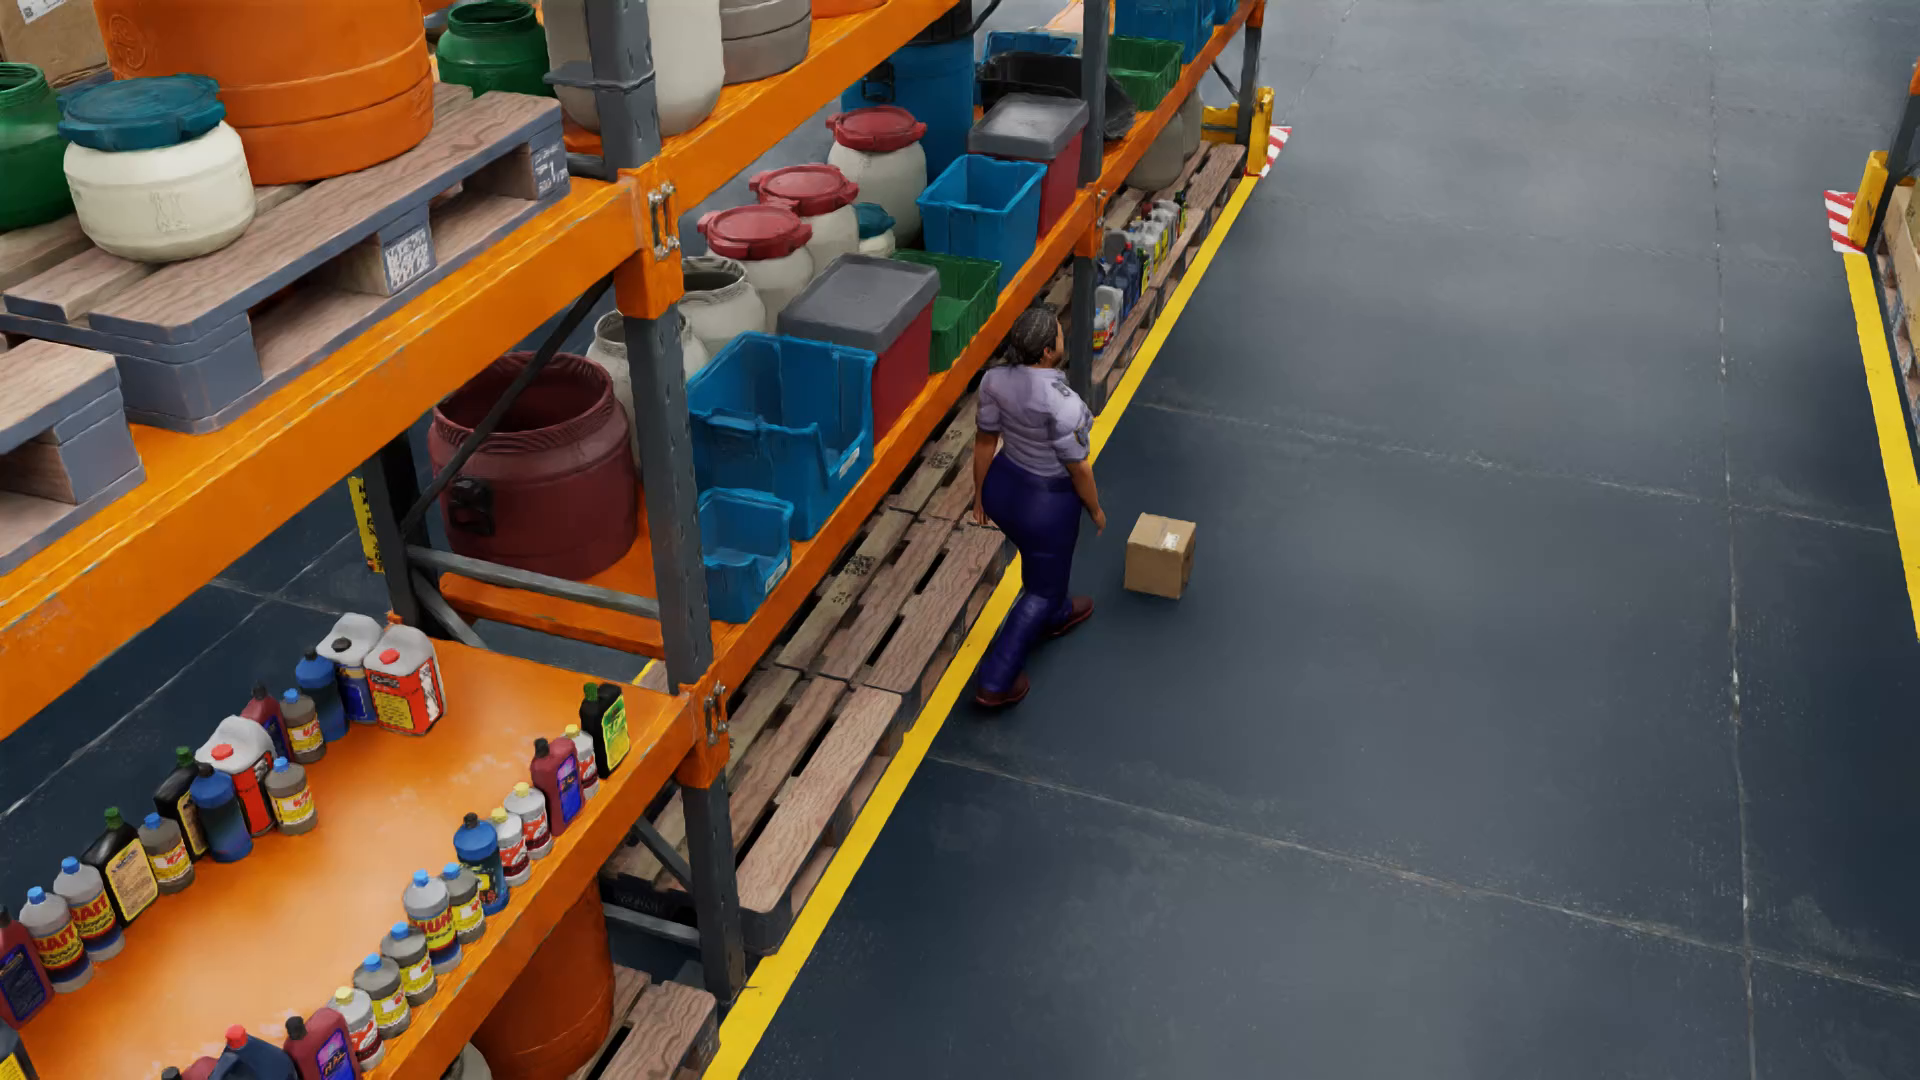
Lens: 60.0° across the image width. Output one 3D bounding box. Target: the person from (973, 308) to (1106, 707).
[{"bbox_3d":[0.324,-0.160,6.417,0.885,1.595,0.497,-28,43,-36],"label":"person"}]
